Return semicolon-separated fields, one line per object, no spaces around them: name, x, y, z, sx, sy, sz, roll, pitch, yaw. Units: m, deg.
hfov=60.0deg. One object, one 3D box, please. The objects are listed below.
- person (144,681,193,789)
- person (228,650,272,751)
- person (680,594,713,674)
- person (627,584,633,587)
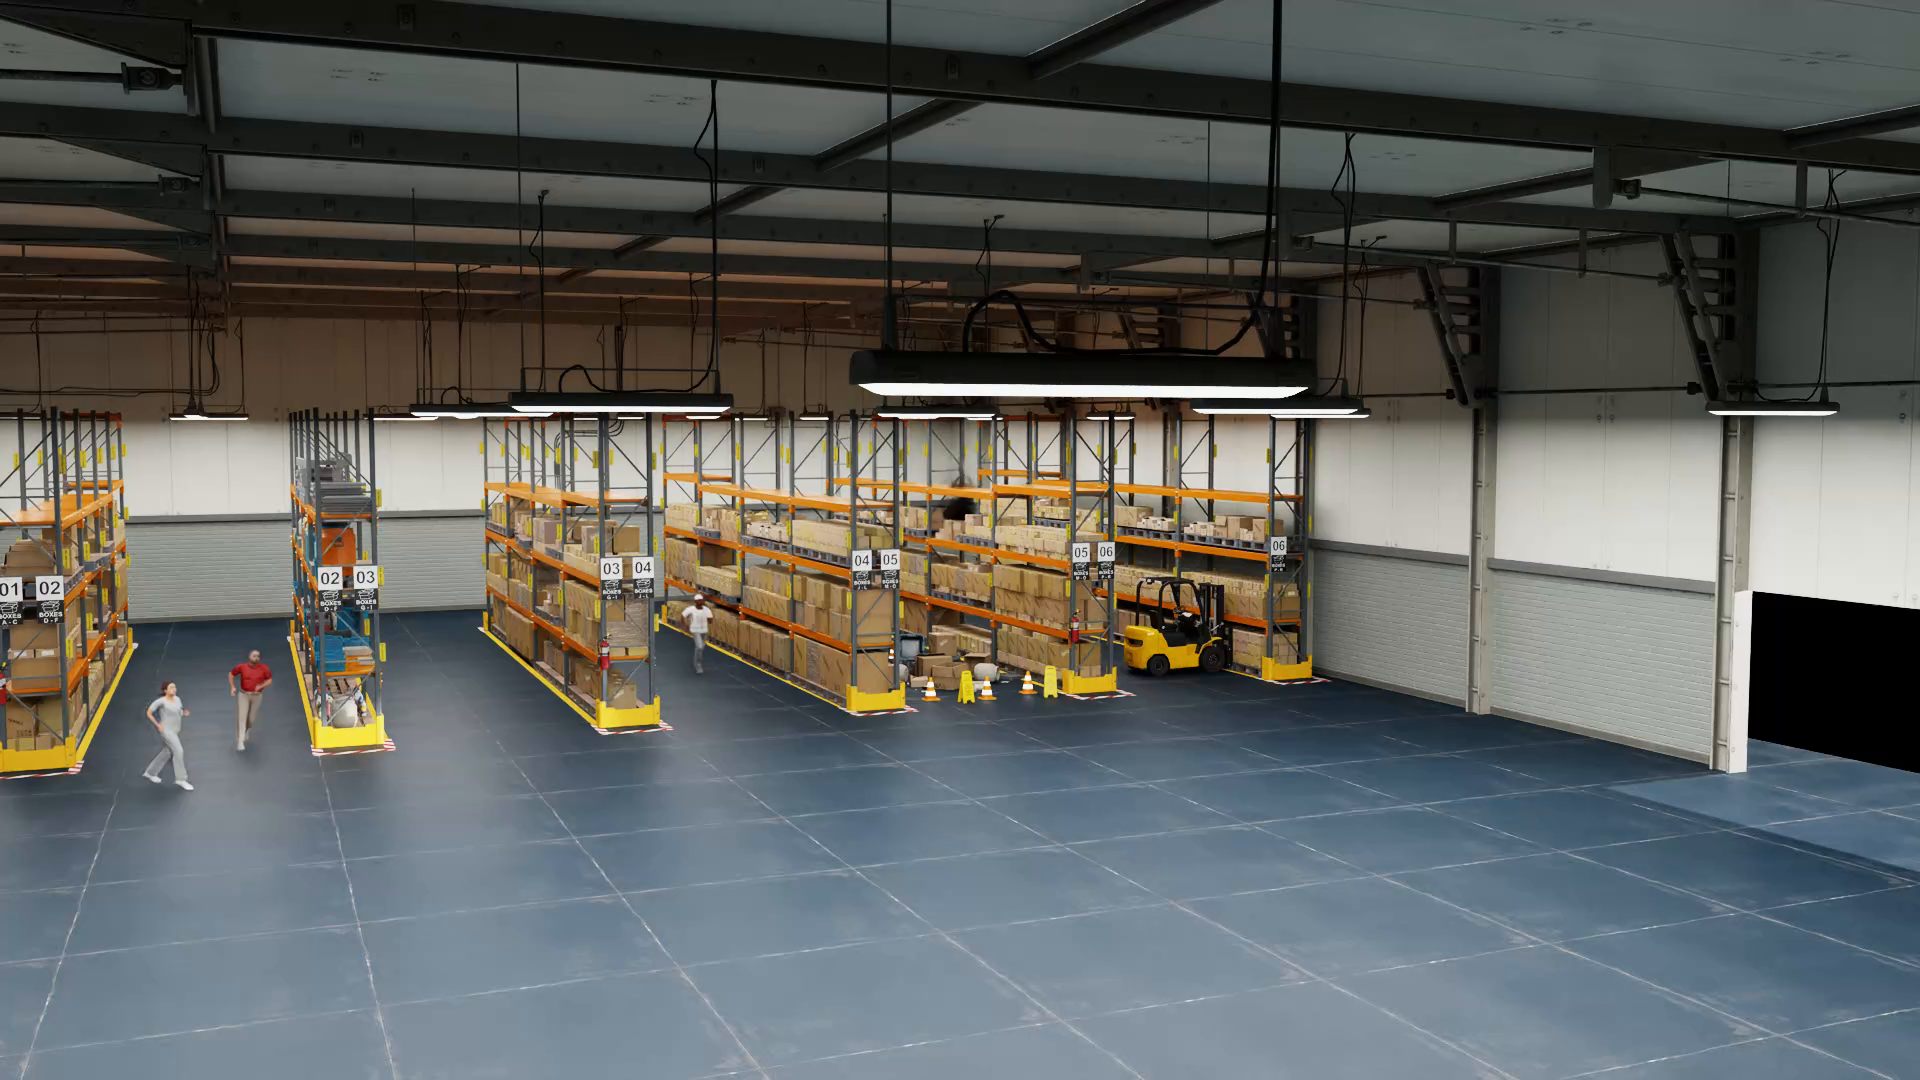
person;-12.456;3.062;26.186;0.862;1.689;0.547;1;4;9
person;-12.601;2.820;29.575;0.701;1.736;0.885;-2;5;-31
person;-6.017;2.157;38.335;0.669;1.828;0.765;-3;5;-39
person;-8.741;1.685;45.051;0.690;1.735;0.770;-1;4;-11
